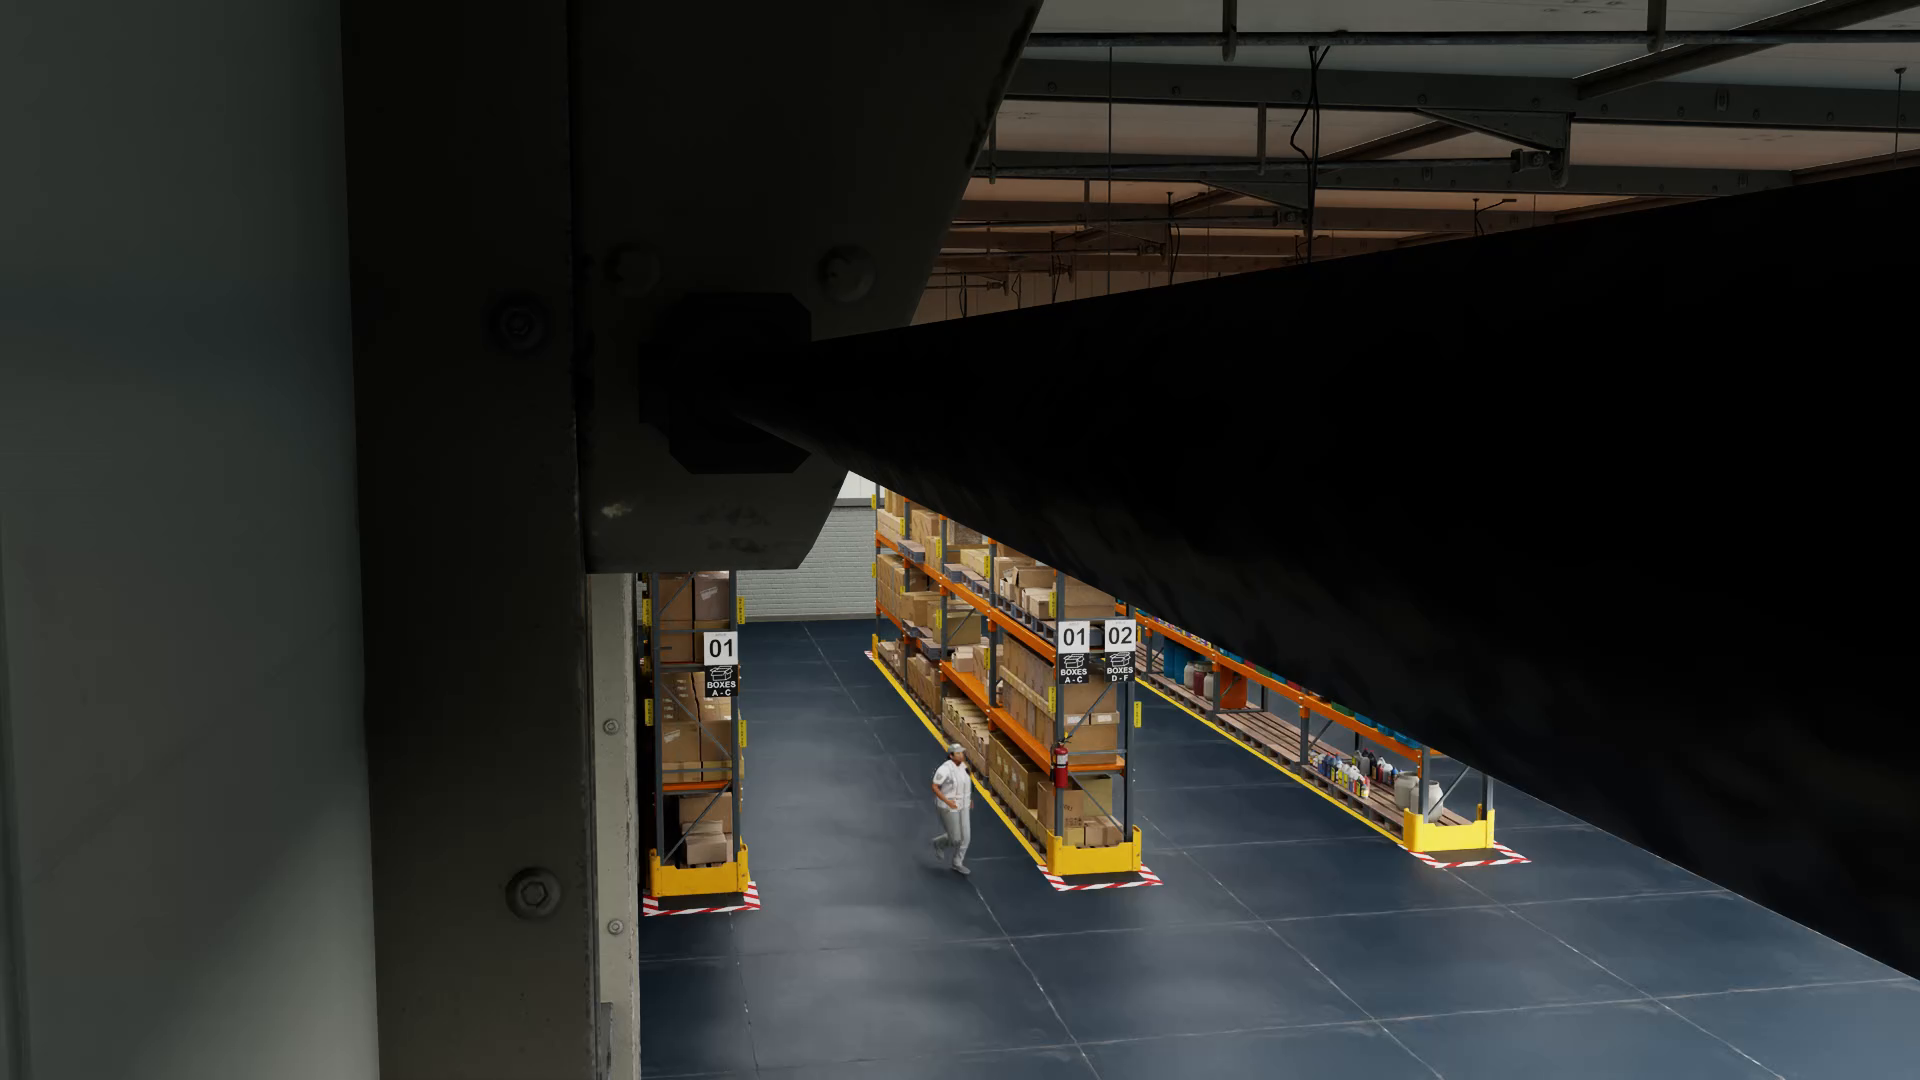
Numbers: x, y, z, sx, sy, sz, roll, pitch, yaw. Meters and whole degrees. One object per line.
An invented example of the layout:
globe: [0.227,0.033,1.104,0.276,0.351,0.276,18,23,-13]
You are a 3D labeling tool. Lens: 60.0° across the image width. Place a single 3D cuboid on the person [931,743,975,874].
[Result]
person: [-0.106,3.375,21.032,0.602,1.647,0.583,-6,8,-44]
